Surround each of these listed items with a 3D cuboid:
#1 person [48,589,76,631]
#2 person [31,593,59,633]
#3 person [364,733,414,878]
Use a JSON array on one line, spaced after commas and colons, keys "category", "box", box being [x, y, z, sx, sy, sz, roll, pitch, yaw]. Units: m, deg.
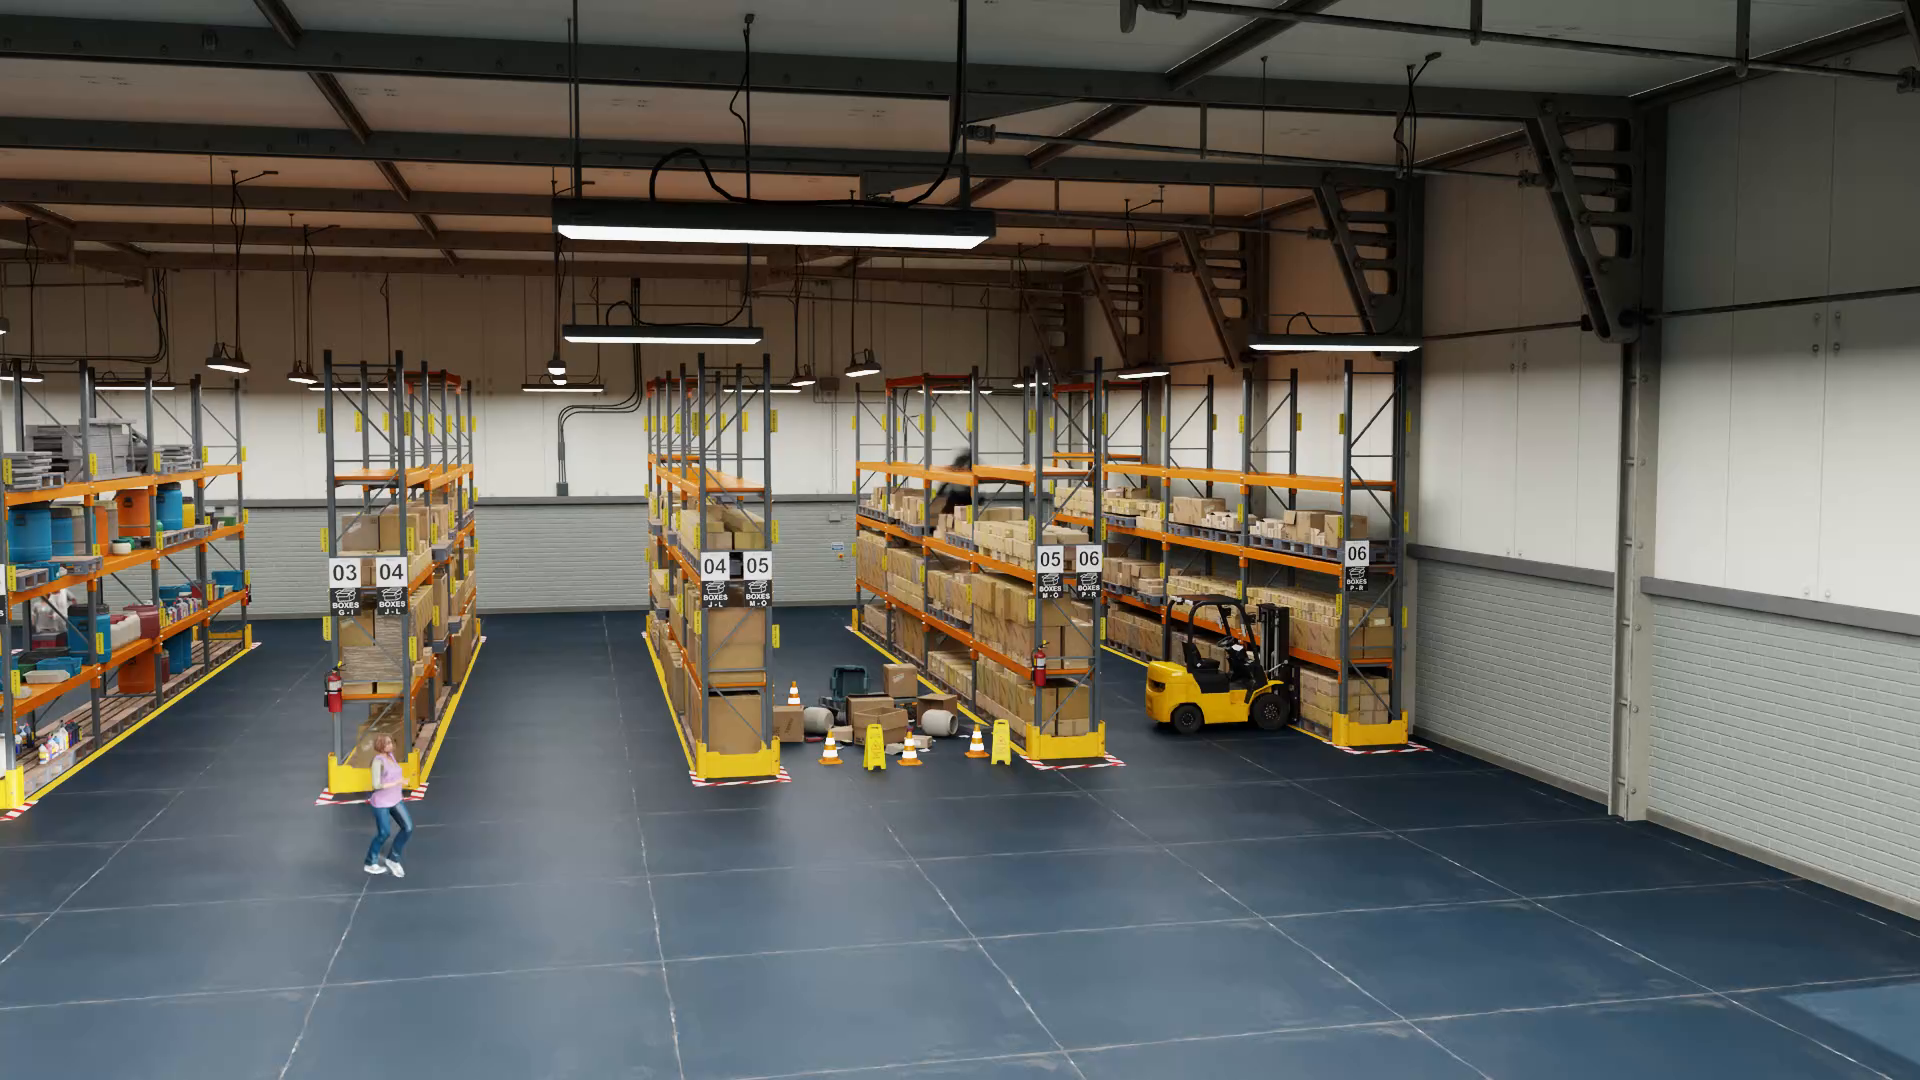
[{"category": "person", "box": [-19.245, 1.658, 35.498, 0.656, 1.717, 0.571, -2, 4, -25]}, {"category": "person", "box": [-18.745, 1.862, 34.076, 0.536, 1.488, 0.894, -2, 4, -25]}, {"category": "person", "box": [-6.288, 2.936, 18.317, 0.640, 1.613, 0.514, 1, 4, 17]}]
